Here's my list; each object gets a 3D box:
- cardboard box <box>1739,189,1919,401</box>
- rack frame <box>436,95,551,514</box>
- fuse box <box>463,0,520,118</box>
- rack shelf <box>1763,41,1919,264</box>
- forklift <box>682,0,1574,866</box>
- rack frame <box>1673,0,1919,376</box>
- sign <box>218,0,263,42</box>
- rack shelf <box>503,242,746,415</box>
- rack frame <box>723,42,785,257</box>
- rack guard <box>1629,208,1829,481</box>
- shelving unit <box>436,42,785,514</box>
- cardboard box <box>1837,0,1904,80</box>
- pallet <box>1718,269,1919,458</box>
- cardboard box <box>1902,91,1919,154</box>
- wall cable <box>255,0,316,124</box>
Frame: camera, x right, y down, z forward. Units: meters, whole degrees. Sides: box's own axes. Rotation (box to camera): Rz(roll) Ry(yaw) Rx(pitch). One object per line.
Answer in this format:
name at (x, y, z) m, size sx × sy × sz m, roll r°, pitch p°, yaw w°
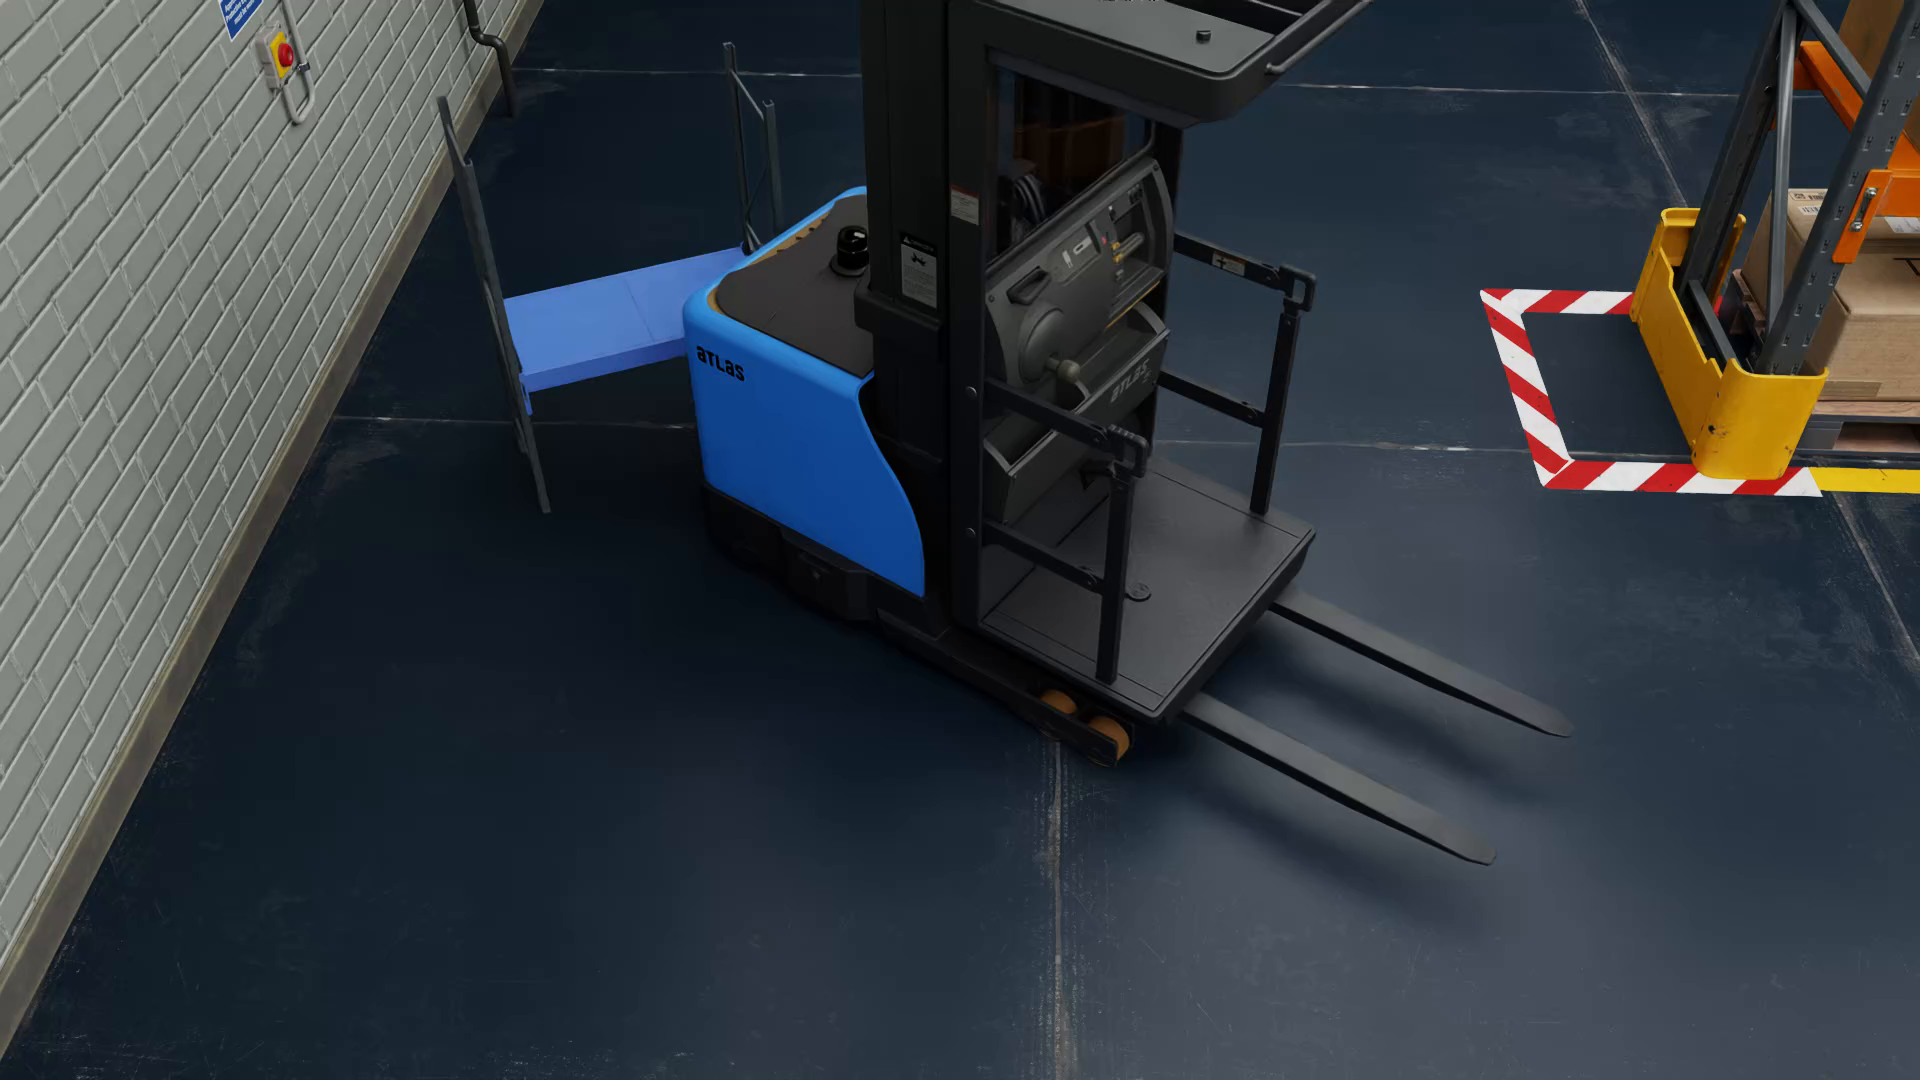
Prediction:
cardboard box at (3.780, -0.996, 6.690) m, size 0.875 × 0.438 × 0.875 m, roll 0°, pitch 43°, yaw 0°
rack frame at (-1.677, -0.810, 6.019) m, size 0.032 × 1.500 × 0.500 m, roll -16°, pitch 45°, yaw -16°
fuse box at (-2.277, -2.843, 8.047) m, size 0.414 × 1.711 × 0.539 m, roll 2°, pitch 43°, yaw 2°
rack shelf at (5.115, -1.407, 6.087) m, size 4.000 × 0.370 × 1.077 m, roll 2°, pitch 43°, yaw 2°
forklift at (0.541, -0.748, 4.902) m, size 3.031 × 2.935 × 1.130 m, roll 27°, pitch 49°, yaw 26°
rack frame at (3.117, -1.732, 5.908) m, size 0.127 × 3.000 × 1.000 m, roll 2°, pitch 43°, yaw 2°
sign at (-2.581, -1.957, 5.951) m, size 0.001 × 0.218 × 0.327 m, roll 2°, pitch 43°, yaw 2°
rack shelf at (-1.208, -0.812, 6.286) m, size 1.000 × 0.185 × 0.538 m, roll -16°, pitch 45°, yaw -16°
rack frame at (-0.739, -1.078, 6.307) m, size 0.032 × 1.500 × 0.500 m, roll -16°, pitch 45°, yaw -16°
rack guard at (3.093, -0.818, 6.761) m, size 0.348 × 0.500 × 1.175 m, roll 2°, pitch 43°, yaw 2°
shelving unit at (-1.208, -0.944, 6.163) m, size 1.048 × 1.500 × 0.538 m, roll -16°, pitch 45°, yaw -16°
cardboard box at (3.610, -1.934, 6.052) m, size 0.500 × 0.500 × 0.500 m, roll 2°, pitch 43°, yaw 2°
pallet at (3.919, -0.740, 6.889) m, size 1.213 × 0.211 × 1.003 m, roll 2°, pitch 43°, yaw 2°
cardboard box at (3.583, -1.558, 5.648) m, size 0.500 × 0.500 × 0.500 m, roll 1°, pitch 43°, yaw 2°
wall cable at (-2.517, -2.272, 5.720) m, size 0.123 × 1.953 × 0.585 m, roll 2°, pitch 43°, yaw 2°
